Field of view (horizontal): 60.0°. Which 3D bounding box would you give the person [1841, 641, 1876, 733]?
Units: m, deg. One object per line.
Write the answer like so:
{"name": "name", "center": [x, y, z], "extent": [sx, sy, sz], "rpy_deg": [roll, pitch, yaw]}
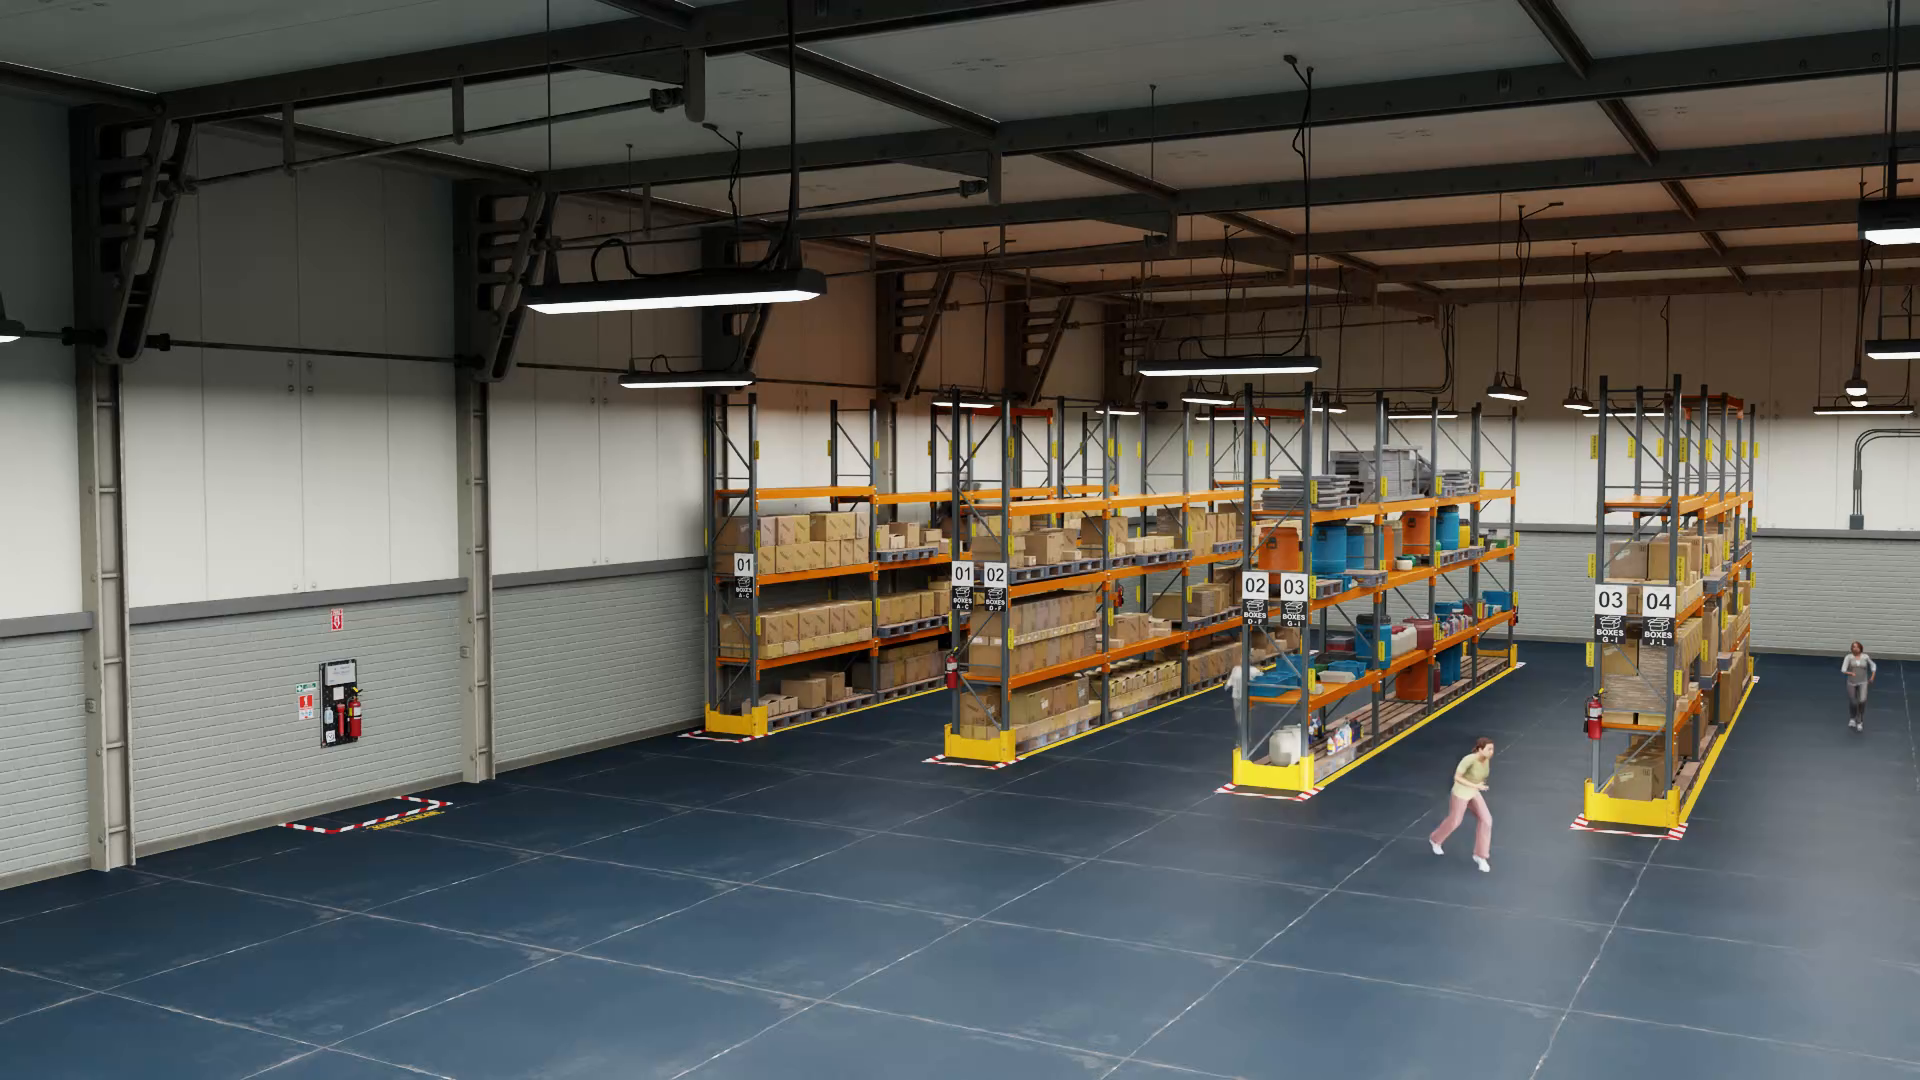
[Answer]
{"name": "person", "center": [16.049, 2.613, 29.718], "extent": [0.542, 1.609, 0.703], "rpy_deg": [2, 4, 29]}

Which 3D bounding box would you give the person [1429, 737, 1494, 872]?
{"name": "person", "center": [6.073, 3.139, 20.138], "extent": [0.619, 1.626, 0.959], "rpy_deg": [-2, 4, -33]}

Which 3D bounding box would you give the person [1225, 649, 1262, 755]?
{"name": "person", "center": [4.649, 2.655, 27.492], "extent": [0.739, 1.690, 0.668], "rpy_deg": [-3, 4, -42]}
